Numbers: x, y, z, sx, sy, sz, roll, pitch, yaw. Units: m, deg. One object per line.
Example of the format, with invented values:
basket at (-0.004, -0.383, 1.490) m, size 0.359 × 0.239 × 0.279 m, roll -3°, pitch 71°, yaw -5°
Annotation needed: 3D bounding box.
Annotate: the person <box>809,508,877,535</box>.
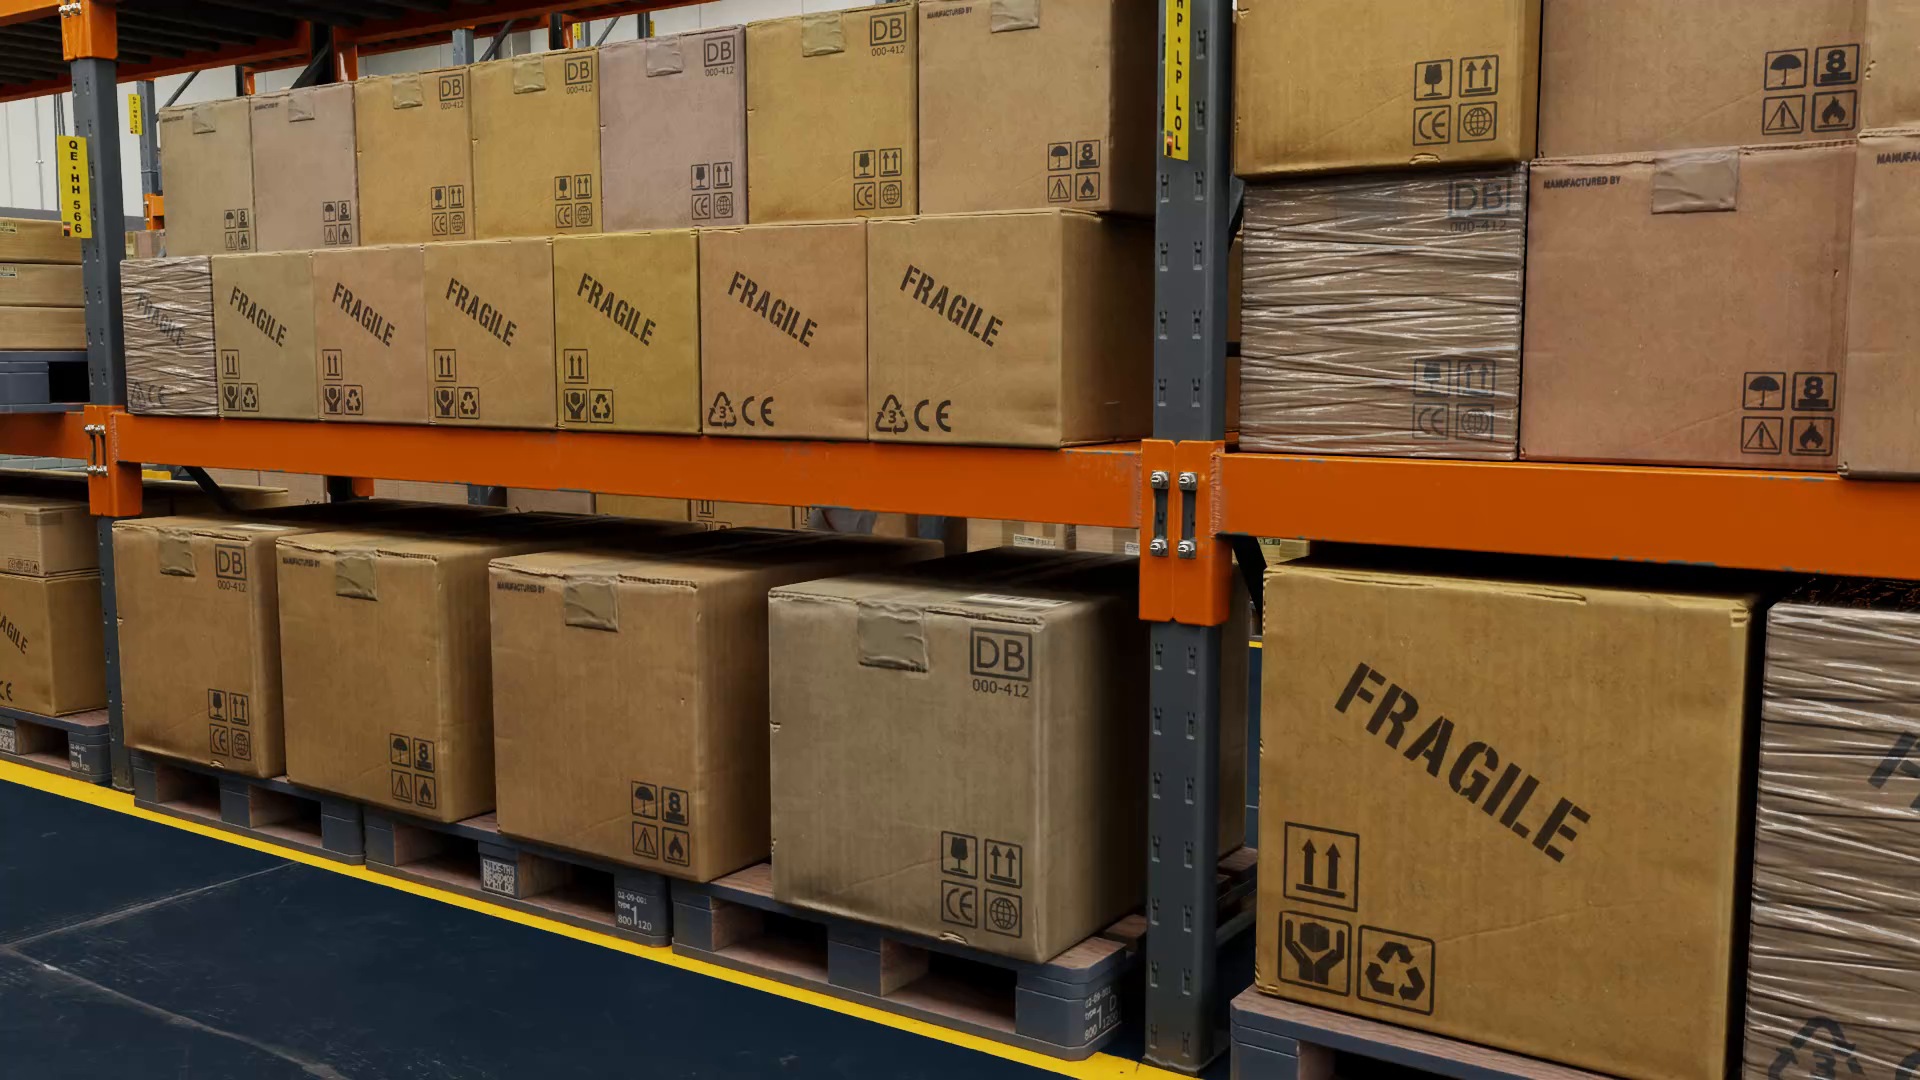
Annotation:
person at (-0.497, -0.244, 7.877) m, size 0.606 × 1.671 × 0.454 m, roll 4°, pitch 7°, yaw 29°
